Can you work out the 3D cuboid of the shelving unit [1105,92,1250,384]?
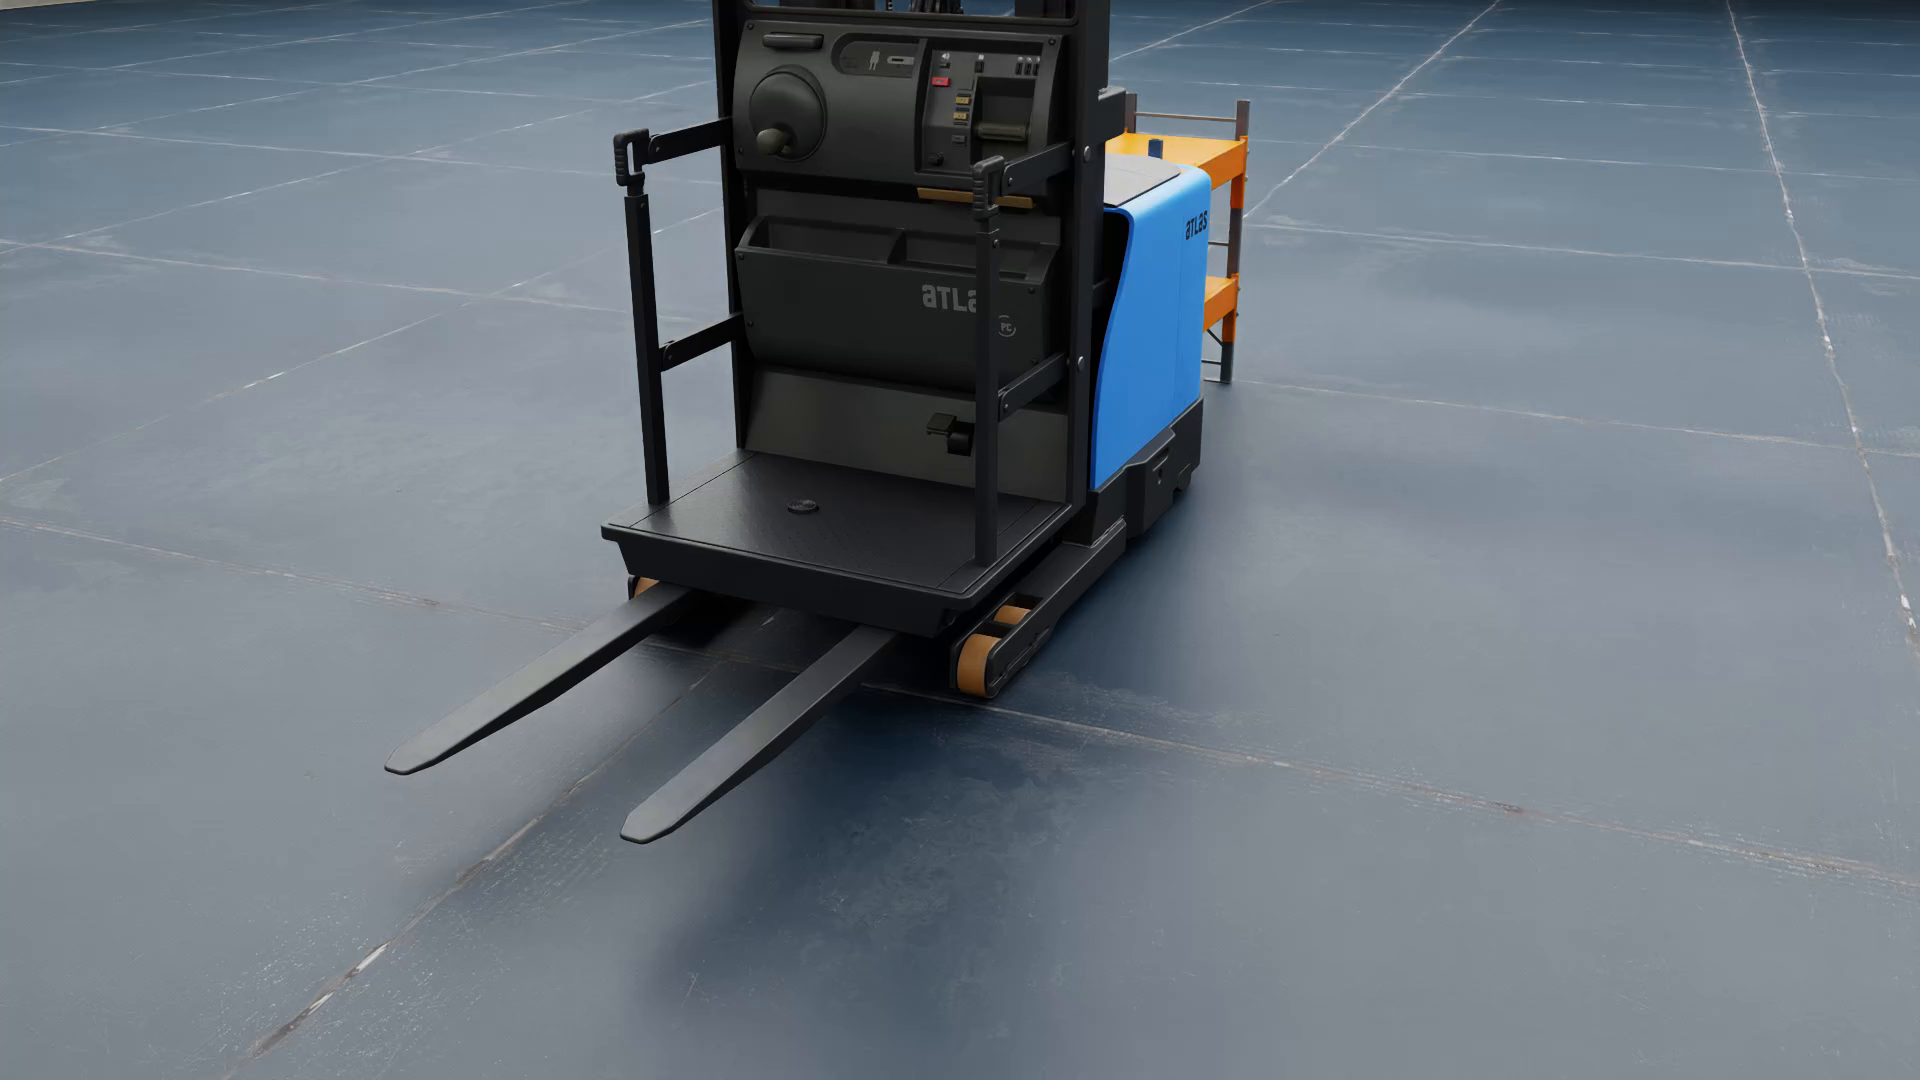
[{"bbox_3d":[0.661,-1.023,6.240,0.538,1.125,1.048,10,25,23],"label":"shelving unit"}]

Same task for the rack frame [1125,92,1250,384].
[{"bbox_3d":[0.879,-1.200,6.664,0.500,1.125,0.032,10,25,23],"label":"rack frame"}]

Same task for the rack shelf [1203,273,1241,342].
[{"bbox_3d":[0.661,-0.798,6.335,0.538,0.278,1.000,10,25,23],"label":"rack shelf"}]

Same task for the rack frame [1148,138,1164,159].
[{"bbox_3d":[0.443,-0.846,5.817,0.500,1.125,0.032,10,25,23],"label":"rack frame"}]

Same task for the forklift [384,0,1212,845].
[{"bbox_3d":[-0.268,-1.136,4.167,1.130,2.935,3.031,10,25,23],"label":"forklift"}]

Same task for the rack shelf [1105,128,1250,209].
[{"bbox_3d":[0.661,-1.293,6.128,0.538,0.278,1.000,10,25,23],"label":"rack shelf"}]
